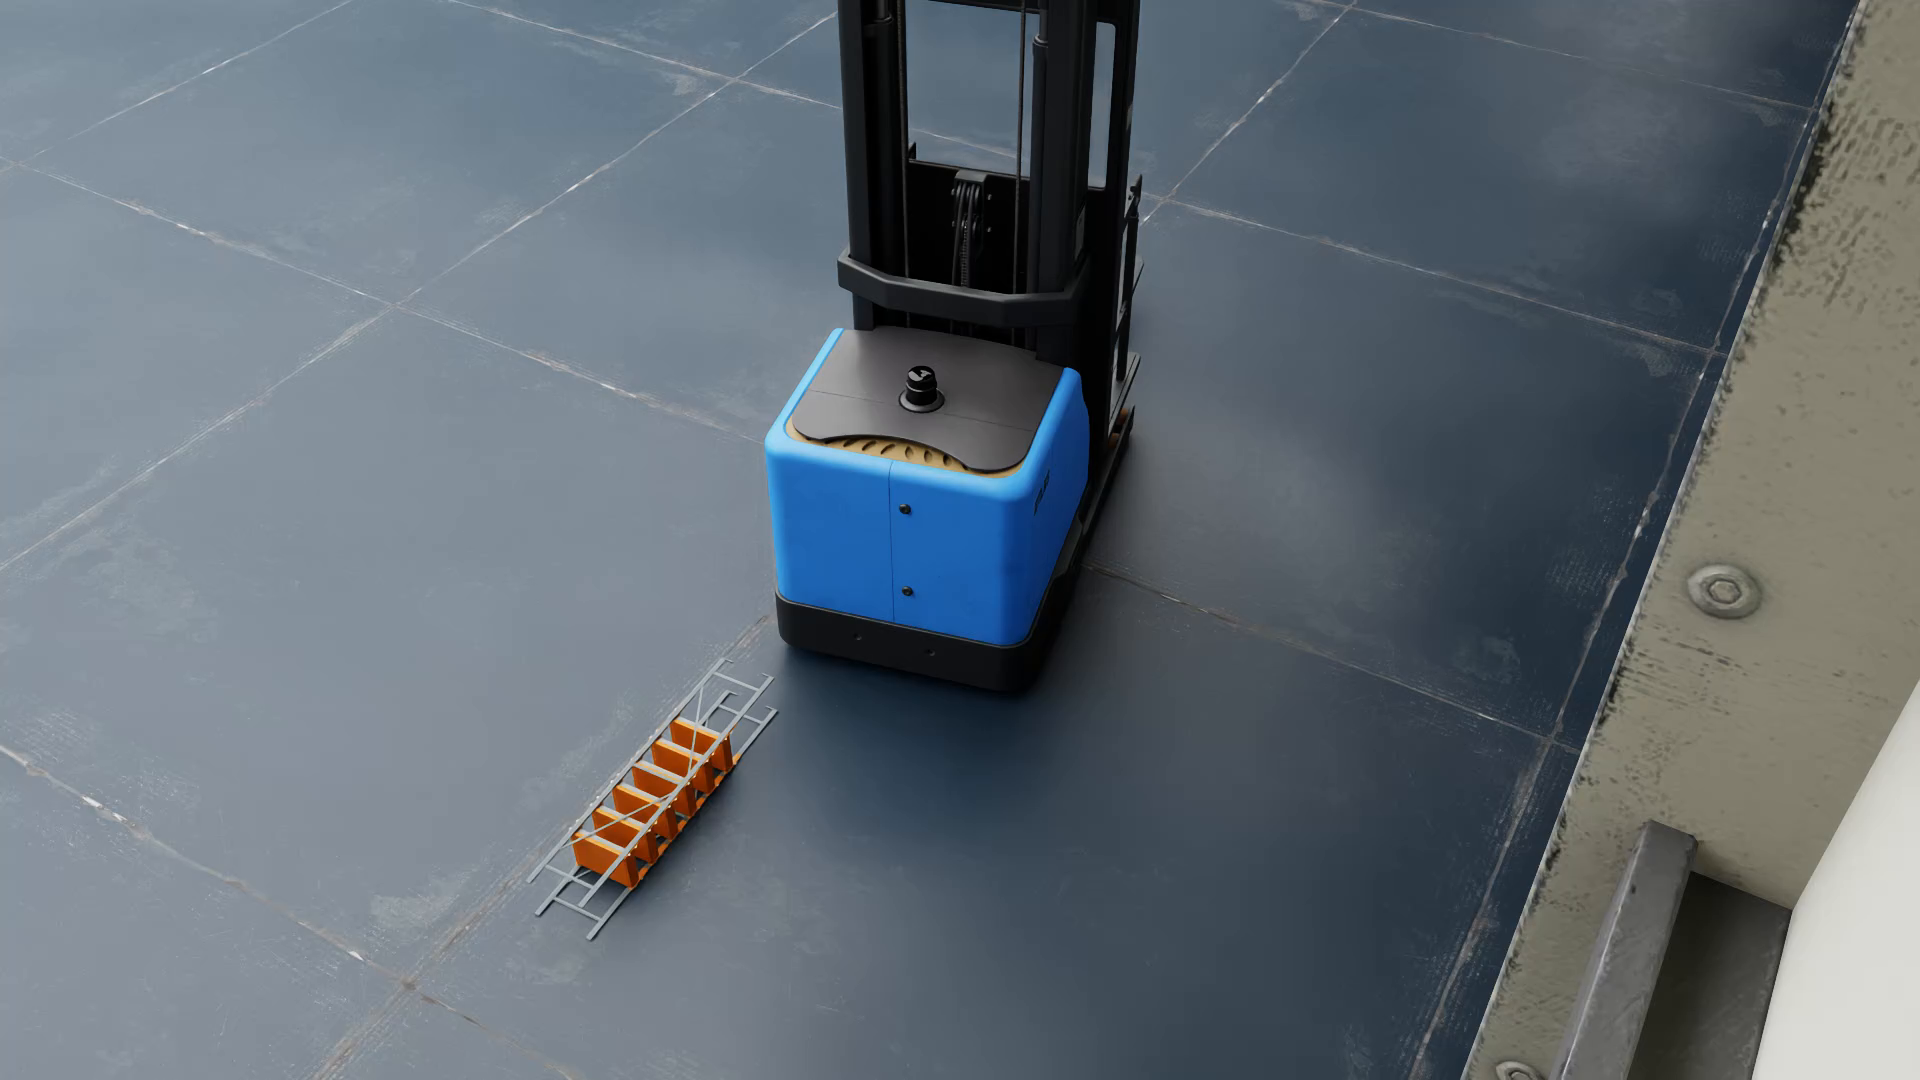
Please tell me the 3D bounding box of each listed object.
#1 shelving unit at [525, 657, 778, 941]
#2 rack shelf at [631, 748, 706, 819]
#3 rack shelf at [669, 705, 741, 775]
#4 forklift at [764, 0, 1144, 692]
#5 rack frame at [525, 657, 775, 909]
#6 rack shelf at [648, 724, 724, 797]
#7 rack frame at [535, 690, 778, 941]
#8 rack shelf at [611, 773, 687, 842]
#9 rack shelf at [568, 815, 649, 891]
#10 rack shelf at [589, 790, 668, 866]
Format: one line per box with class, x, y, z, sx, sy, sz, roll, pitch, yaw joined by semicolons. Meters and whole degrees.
shelving unit;-1.093;0.912;6.067;0.258;0.189;1.200;19;45;20
rack shelf;-1.073;0.886;6.097;0.258;0.180;0.103;19;45;20
rack shelf;-0.962;0.746;6.257;0.258;0.180;0.103;19;45;20
forklift;0.181;-1.496;6.731;1.130;2.935;3.031;11;43;13
rack frame;-1.093;0.844;6.007;0.240;0.006;1.200;19;45;20
rack shelf;-1.017;0.816;6.177;0.258;0.180;0.103;19;45;20
rack frame;-1.093;0.981;6.128;0.240;0.006;1.200;19;45;20
rack shelf;-1.128;0.957;6.017;0.258;0.180;0.103;19;45;20
rack shelf;-1.239;1.097;5.857;0.258;0.180;0.103;19;45;20
rack shelf;-1.183;1.027;5.937;0.258;0.180;0.103;19;45;20
